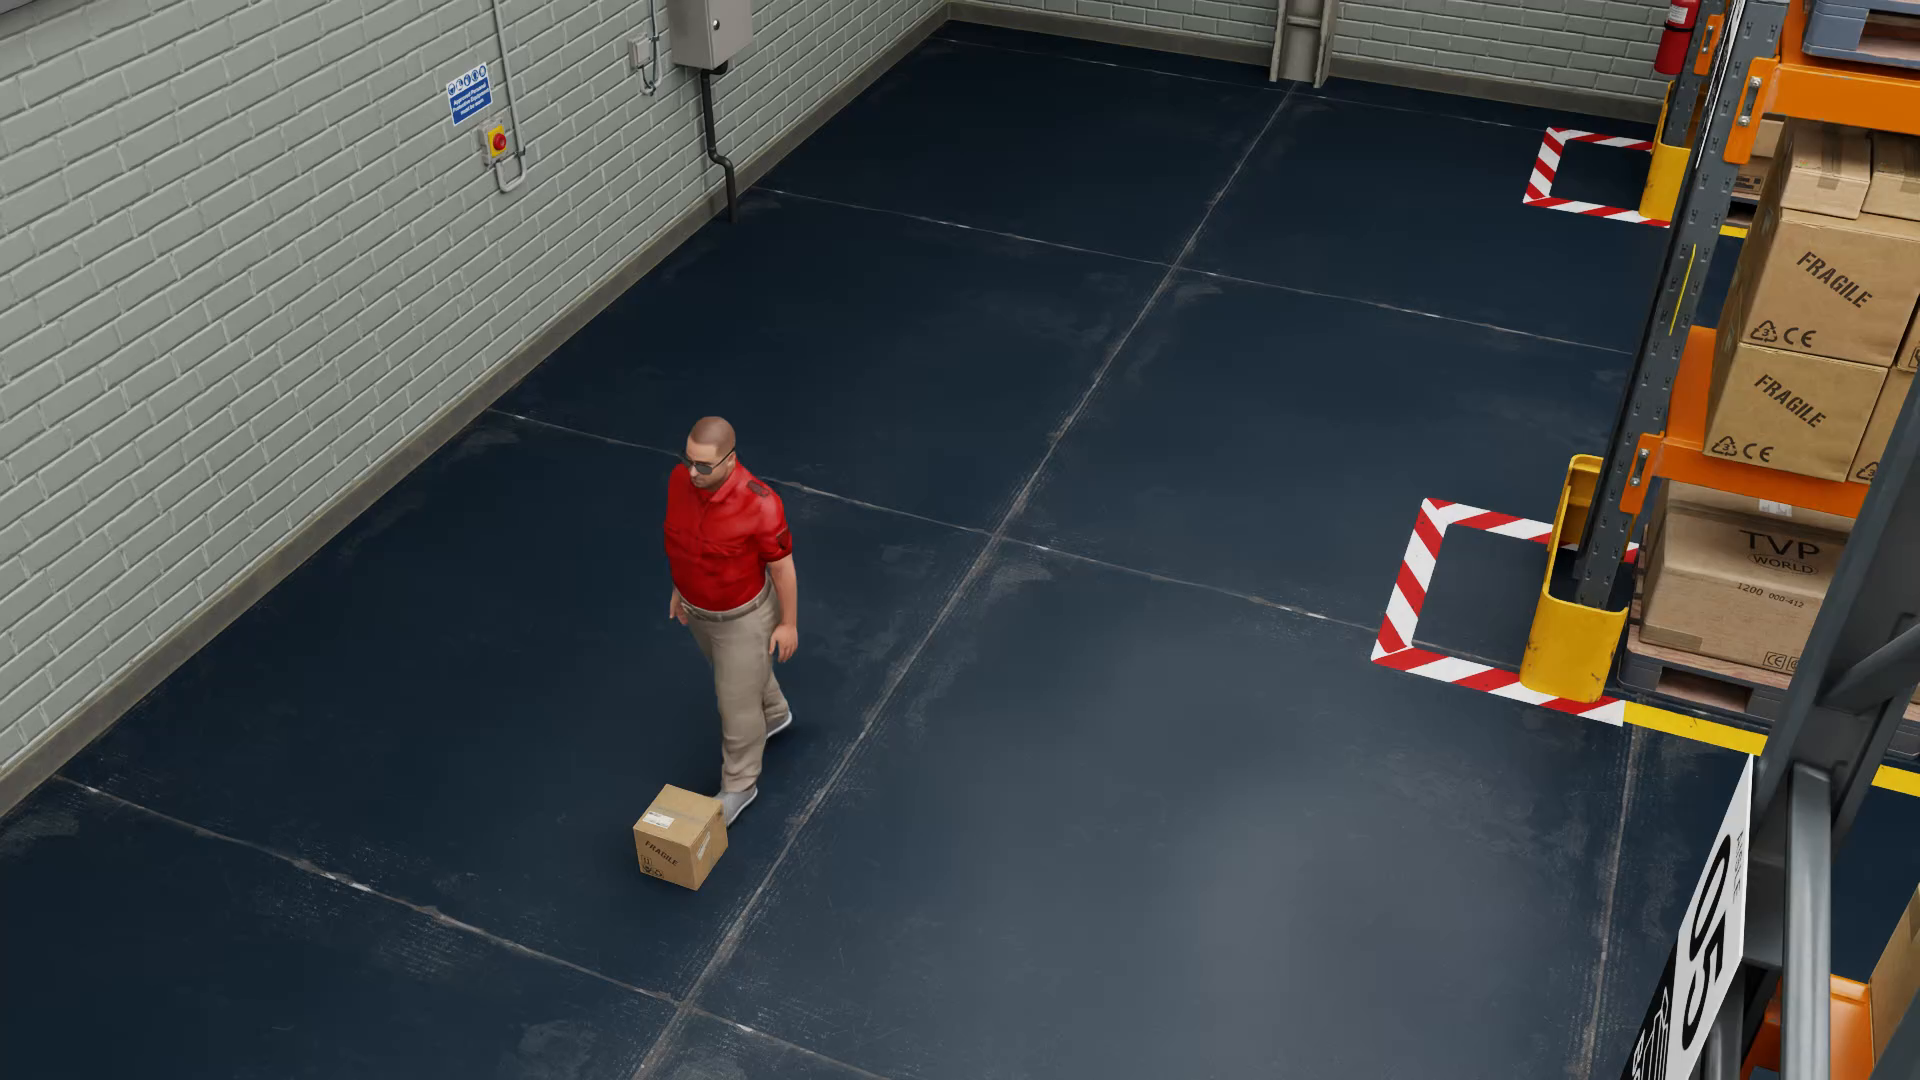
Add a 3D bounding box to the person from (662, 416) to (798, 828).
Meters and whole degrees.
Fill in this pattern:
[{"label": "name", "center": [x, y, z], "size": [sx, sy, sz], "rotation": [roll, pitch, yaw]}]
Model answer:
[{"label": "person", "center": [-0.899, 0.276, 6.290], "size": [0.555, 1.721, 0.698], "rotation": [27, 45, 31]}]
